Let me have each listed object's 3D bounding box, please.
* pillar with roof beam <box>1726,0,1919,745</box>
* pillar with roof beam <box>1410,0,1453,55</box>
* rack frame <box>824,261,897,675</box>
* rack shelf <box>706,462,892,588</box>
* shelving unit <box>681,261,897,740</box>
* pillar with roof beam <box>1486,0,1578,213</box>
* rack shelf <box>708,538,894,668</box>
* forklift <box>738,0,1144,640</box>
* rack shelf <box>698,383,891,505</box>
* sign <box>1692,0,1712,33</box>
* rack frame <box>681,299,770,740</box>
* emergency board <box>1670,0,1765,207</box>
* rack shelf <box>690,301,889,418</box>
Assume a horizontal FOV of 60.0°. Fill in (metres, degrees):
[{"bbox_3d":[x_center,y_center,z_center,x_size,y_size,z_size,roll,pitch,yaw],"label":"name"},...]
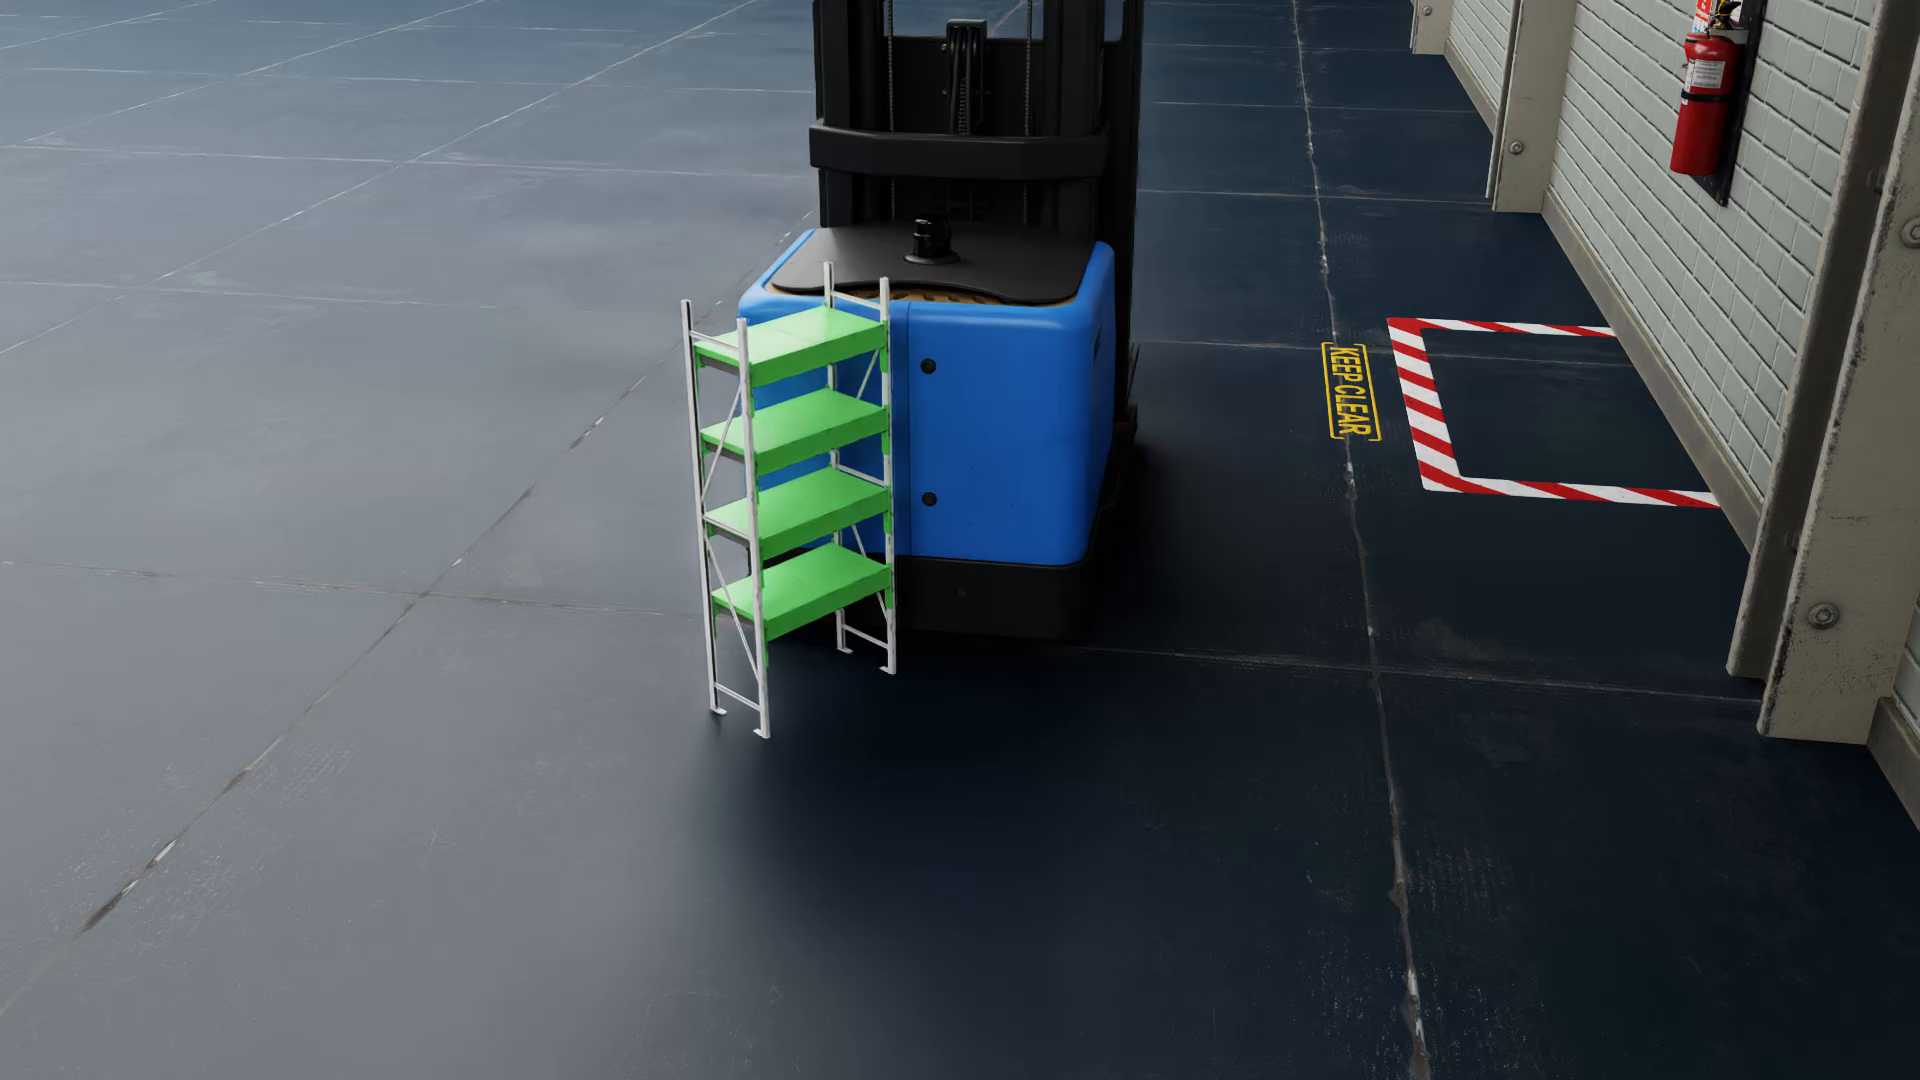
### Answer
[{"bbox_3d":[-1.849,-3.905,3.478,9.100,9.000,0.400,4,25,9],"label":"pillar with roof beam"},{"bbox_3d":[0.112,-8.924,14.200,9.100,9.000,0.400,4,25,9],"label":"pillar with roof beam"},{"bbox_3d":[-0.279,-0.181,4.722,0.240,1.200,0.015,22,33,39],"label":"rack frame"},{"bbox_3d":[-0.447,-0.048,4.589,0.258,0.148,0.480,22,33,39],"label":"rack shelf"},{"bbox_3d":[-0.447,-0.106,4.561,0.258,1.200,0.503,22,33,39],"label":"shelving unit"},{"bbox_3d":[-0.868,-6.415,8.839,9.100,9.000,0.400,4,25,9],"label":"pillar with roof beam"},{"bbox_3d":[-0.447,0.169,4.690,0.258,0.148,0.480,22,33,39],"label":"rack shelf"},{"bbox_3d":[0.097,-1.627,5.768,1.130,2.935,3.031,4,25,8],"label":"forklift"},{"bbox_3d":[-0.447,-0.266,4.487,0.258,0.148,0.480,22,33,39],"label":"rack shelf"},{"bbox_3d":[3.032,-2.161,6.786,0.001,0.329,0.234,4,25,9],"label":"sign"},{"bbox_3d":[-0.615,-0.031,4.401,0.240,1.200,0.015,22,33,39],"label":"rack frame"},{"bbox_3d":[2.840,-1.921,6.315,0.194,1.169,0.643,4,25,9],"label":"emergency board"},{"bbox_3d":[-0.447,-0.483,4.385,0.258,0.148,0.480,22,33,39],"label":"rack shelf"}]
